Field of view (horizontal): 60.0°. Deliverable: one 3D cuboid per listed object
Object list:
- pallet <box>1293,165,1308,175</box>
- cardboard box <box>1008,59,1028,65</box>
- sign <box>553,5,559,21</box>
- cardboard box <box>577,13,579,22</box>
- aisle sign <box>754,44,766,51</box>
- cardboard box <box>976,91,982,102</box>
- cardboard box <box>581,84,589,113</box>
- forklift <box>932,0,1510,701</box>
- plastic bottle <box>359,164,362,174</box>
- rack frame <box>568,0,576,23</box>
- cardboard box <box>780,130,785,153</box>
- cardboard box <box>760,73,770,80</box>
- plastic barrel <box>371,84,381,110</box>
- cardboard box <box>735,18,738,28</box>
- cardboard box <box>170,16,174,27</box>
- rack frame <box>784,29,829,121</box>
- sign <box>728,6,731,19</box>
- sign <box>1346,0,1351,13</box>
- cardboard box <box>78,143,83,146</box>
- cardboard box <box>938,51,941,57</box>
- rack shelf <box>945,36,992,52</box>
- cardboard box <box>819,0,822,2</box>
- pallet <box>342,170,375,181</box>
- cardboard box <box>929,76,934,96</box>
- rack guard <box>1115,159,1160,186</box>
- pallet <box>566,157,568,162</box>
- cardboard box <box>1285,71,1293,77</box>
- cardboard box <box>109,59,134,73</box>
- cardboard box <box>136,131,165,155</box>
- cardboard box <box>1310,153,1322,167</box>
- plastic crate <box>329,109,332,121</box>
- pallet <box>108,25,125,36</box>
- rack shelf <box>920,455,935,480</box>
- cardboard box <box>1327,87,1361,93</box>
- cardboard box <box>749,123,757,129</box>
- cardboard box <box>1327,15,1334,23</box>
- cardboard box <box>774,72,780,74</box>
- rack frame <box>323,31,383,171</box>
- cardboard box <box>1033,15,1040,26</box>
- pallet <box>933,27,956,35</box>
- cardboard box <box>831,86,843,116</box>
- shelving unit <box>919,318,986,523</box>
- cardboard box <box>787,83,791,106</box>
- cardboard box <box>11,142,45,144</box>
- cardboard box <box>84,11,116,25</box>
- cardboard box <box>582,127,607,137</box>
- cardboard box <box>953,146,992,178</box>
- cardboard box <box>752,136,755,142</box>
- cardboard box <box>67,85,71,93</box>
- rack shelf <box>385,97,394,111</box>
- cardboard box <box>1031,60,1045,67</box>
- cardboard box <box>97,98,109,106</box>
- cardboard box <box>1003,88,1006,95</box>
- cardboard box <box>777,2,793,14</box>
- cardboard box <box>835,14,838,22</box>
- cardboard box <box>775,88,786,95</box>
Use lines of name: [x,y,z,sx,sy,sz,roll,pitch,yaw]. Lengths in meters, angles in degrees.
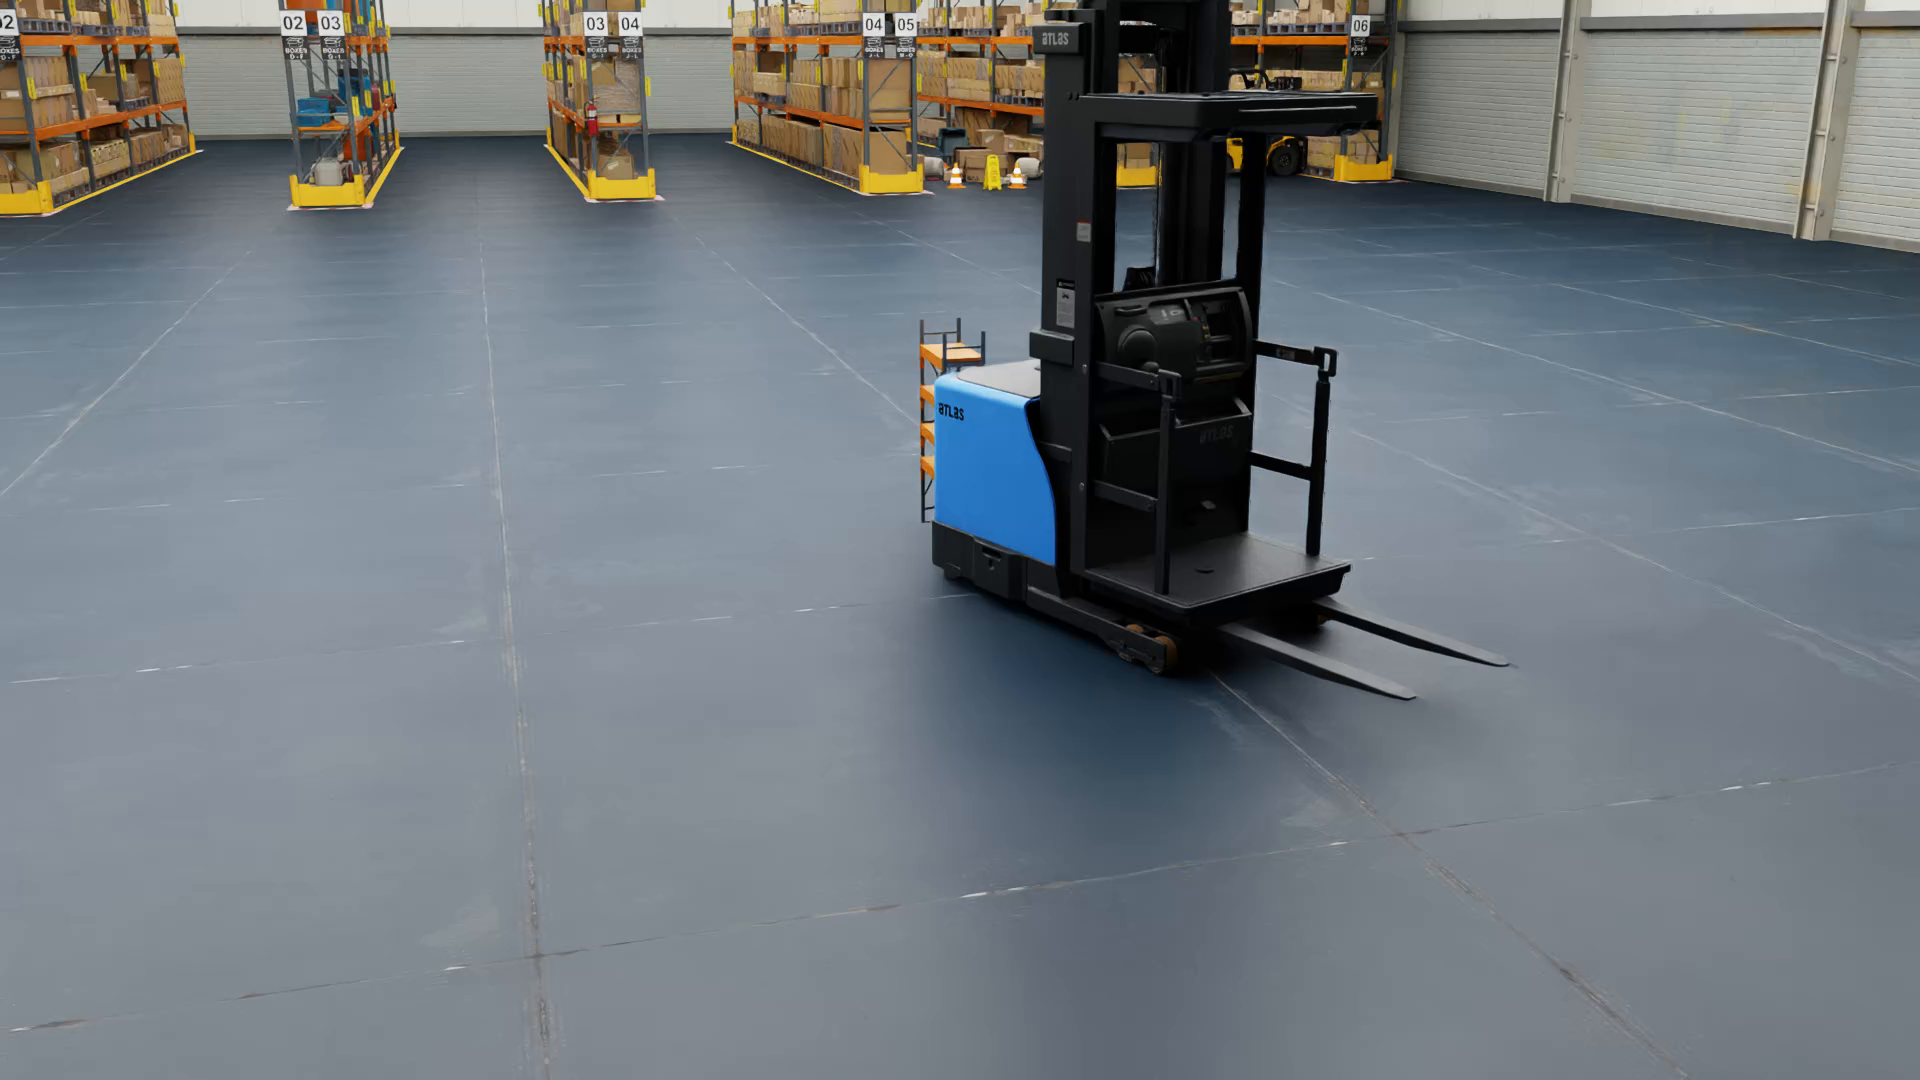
pallet: [7.625,-8.008,35.746,1.003,0.211,1.213,-5,17,-15]
cardboard box: [1.337,-11.301,39.947,0.500,0.500,0.500,-5,18,-17]
sign: [-8.827,-11.515,36.323,0.100,0.325,0.005,-5,17,-15]
cardboard box: [-6.820,-9.590,30.518,0.380,0.149,0.250,-6,18,-18]
aisle sign: [-5.425,-13.701,45.330,0.394,0.787,0.004,-5,17,-15]
cardboard box: [0.693,-10.806,40.472,0.500,0.250,0.500,-4,17,-14]
cardboard box: [-6.470,-8.095,30.497,0.875,0.500,0.500,-5,17,-15]
forklift: [1.134,-0.966,7.574,1.130,2.935,3.031,-12,21,-35]
plastic bottle: [-11.359,-6.981,31.318,0.144,0.351,0.185,-5,17,-16]
rack frame: [-7.192,-11.601,32.432,1.000,3.000,0.127,-5,17,-15]
cardboard box: [-3.927,-9.364,39.027,0.500,0.500,0.500,-5,17,-16]
cardboard box: [-4.640,-11.238,40.323,0.380,0.149,0.250,-5,17,-16]
plastic barrel: [-12.635,-9.404,35.308,0.600,0.536,0.708,-5,17,-15]
cardboard box: [-5.678,-13.730,44.123,0.500,0.250,0.500,-5,17,-16]
cardboard box: [-19.629,-12.748,40.854,0.500,0.250,0.500,-5,17,-15]
rack frame: [-3.495,-10.199,38.191,1.000,3.000,0.127,-5,17,-15]
sign: [-6.215,-14.224,44.858,0.100,0.325,0.005,-5,17,-15]
sign: [7.682,-10.582,32.852,0.100,0.325,0.005,-5,17,-15]
cardboard box: [-17.665,-7.751,33.118,0.500,0.311,0.500,-5,17,-17]
cardboard box: [-0.367,-12.842,43.951,0.380,0.149,0.250,-5,17,-16]
rack shelf: [0.687,-12.263,41.101,1.077,0.370,4.000,-5,17,-15]
cardboard box: [-2.622,-10.912,33.498,0.380,0.149,0.250,-5,17,-15]
pallet: [-12.207,-7.215,33.106,1.003,0.211,1.213,-5,17,-15]
cardboard box: [-0.534,-12.160,44.547,0.500,0.500,0.500,-5,17,-16]
rack guard: [3.415,-7.229,32.650,1.175,0.500,0.348,-5,17,-15]
pallet: [-8.767,-9.060,39.247,1.003,0.211,1.213,-5,17,-15]
cardboard box: [7.217,-10.011,35.746,0.380,0.149,0.250,-5,17,-16]
cardboard box: [-19.304,-10.805,38.297,0.500,0.500,0.500,-5,17,-15]
cardboard box: [-18.505,-9.059,37.975,0.500,0.500,0.500,-5,17,-16]
cardboard box: [7.647,-7.926,34.675,0.500,0.250,0.500,-5,17,-15]
plastic crate: [-11.853,-7.837,30.698,0.450,0.188,0.662,-5,17,-15]
pallet: [-17.545,-10.218,33.369,1.213,0.211,1.003,-4,17,-13]
rack shelf: [-0.045,-0.366,9.508,0.258,0.148,0.480,-5,17,-15]
cardboard box: [7.819,-8.962,33.900,0.500,0.500,0.500,-5,17,-16]
cardboard box: [-5.285,-10.785,43.334,0.380,0.149,0.250,-6,18,-18]
cardboard box: [7.688,-10.569,33.743,0.380,0.149,0.250,-5,17,-17]
cardboard box: [-4.488,-11.653,42.340,0.500,0.500,0.500,-5,17,-16]
rack frame: [-13.054,-9.443,35.675,1.000,3.000,0.127,-5,17,-15]
cardboard box: [1.902,-11.368,36.400,0.500,0.250,0.500,-4,17,-15]
pallet: [-0.077,-13.346,43.608,1.003,0.211,1.213,-5,17,-15]
cardboard box: [-2.074,-8.754,33.121,0.875,0.550,0.550,-5,17,-15]
shelving unit: [-0.045,-0.620,9.432,0.258,1.200,0.503,-5,17,-15]
cardboard box: [-3.631,-10.101,37.692,0.500,0.500,0.500,-5,17,-15]
cardboard box: [-16.747,-6.899,29.951,0.500,0.500,0.500,-5,17,-15]
cardboard box: [-17.969,-10.655,34.322,0.910,0.500,0.500,-5,17,-15]
cardboard box: [-7.923,-8.879,36.072,0.500,0.250,0.500,-3,17,-9]
cardboard box: [0.254,-7.818,34.370,0.797,0.637,0.503,-5,17,-15]
cardboard box: [-5.155,-10.369,42.983,0.380,0.149,0.250,-5,18,-17]
cardboard box: [-16.371,-8.178,30.161,0.380,0.149,0.250,-5,17,-16]
rack shelf: [-14.702,-10.758,41.304,1.077,0.370,4.000,-5,17,-15]
cardboard box: [1.790,-10.513,36.689,0.380,0.149,0.250,-5,17,-17]
cardboard box: [-17.759,-8.906,34.041,0.500,0.311,0.500,-4,17,-12]
cardboard box: [1.224,-10.434,38.681,0.380,0.149,0.250,-6,18,-19]
cardboard box: [-4.011,-12.282,38.407,0.396,0.266,0.258,-5,17,-15]
cardboard box: [-2.204,-10.109,32.212,0.380,0.149,0.250,-4,17,-15]
cardboard box: [-4.072,-10.380,38.500,0.380,0.149,0.250,-4,17,-14]
